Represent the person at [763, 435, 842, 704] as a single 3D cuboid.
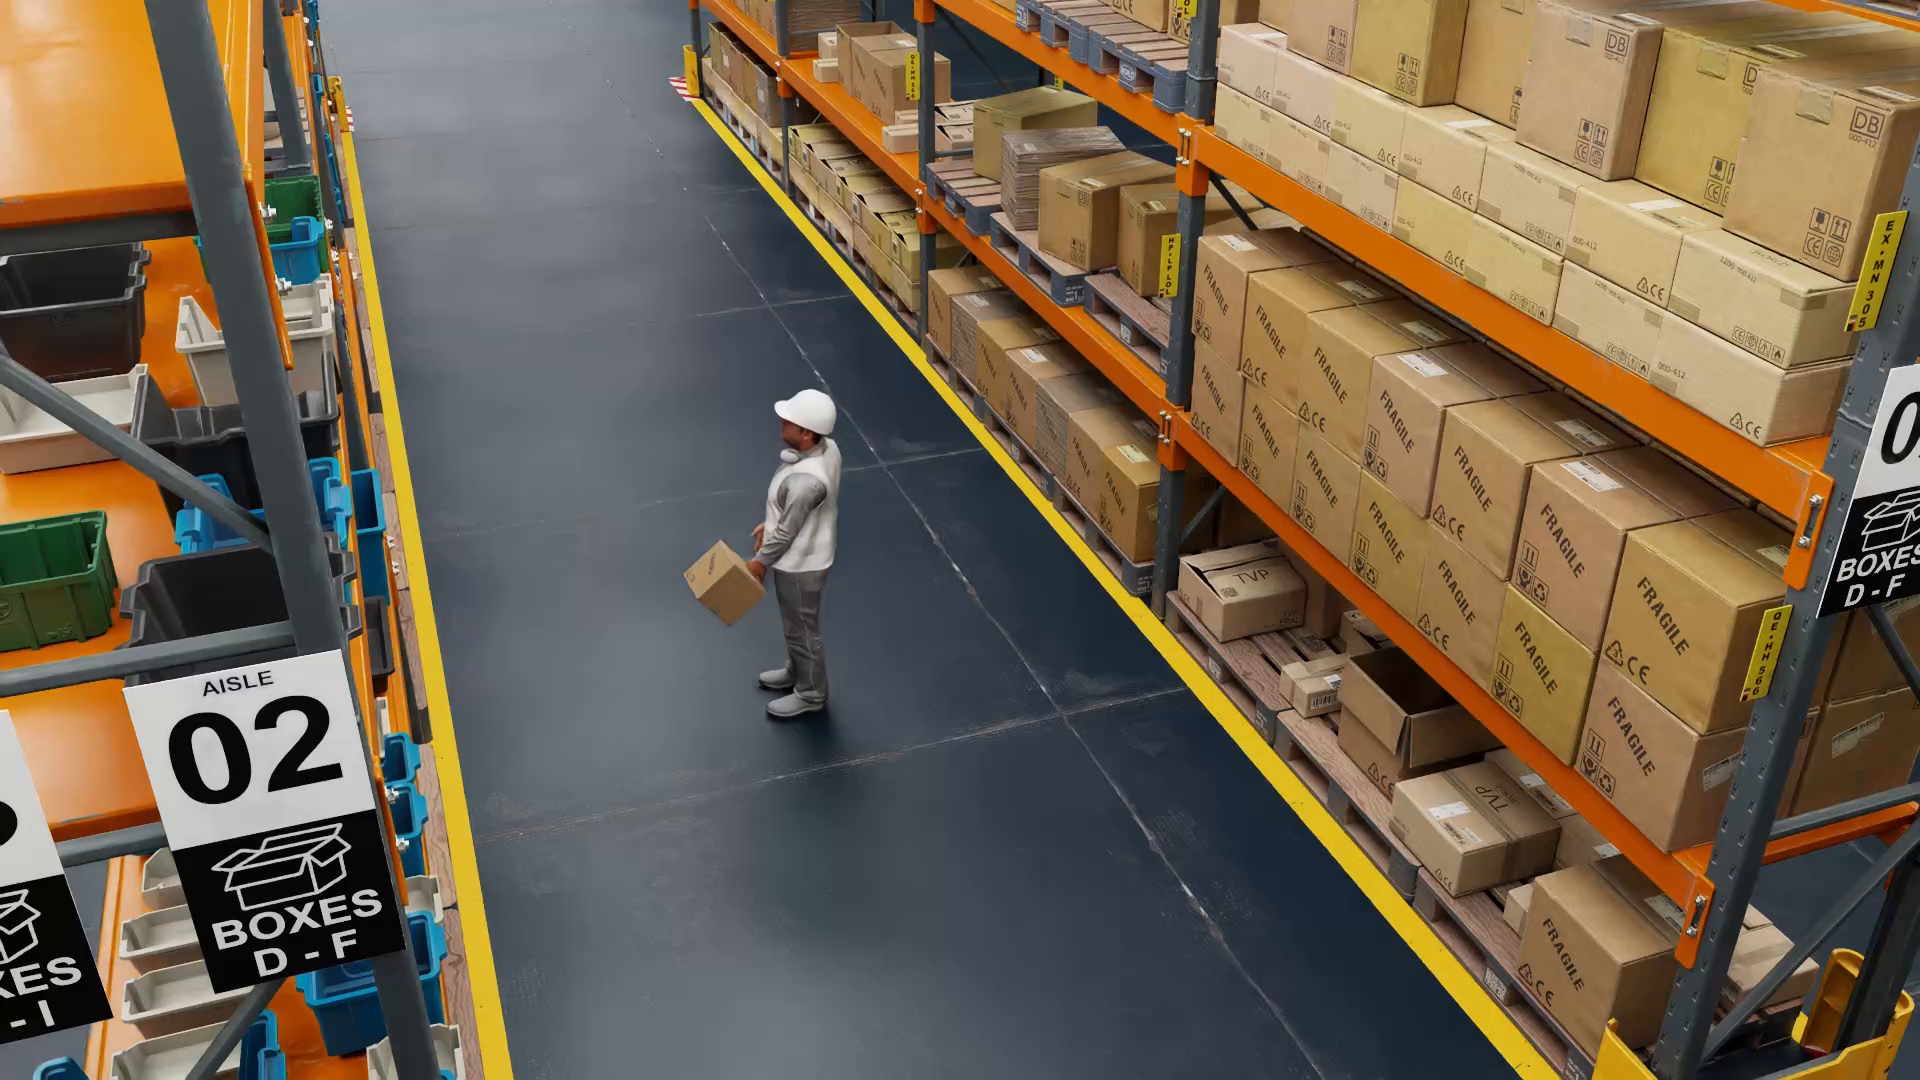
[{"bbox_3d":[-0.766,0.148,8.228,0.375,1.490,0.453,2,30,4],"label":"person"}]
